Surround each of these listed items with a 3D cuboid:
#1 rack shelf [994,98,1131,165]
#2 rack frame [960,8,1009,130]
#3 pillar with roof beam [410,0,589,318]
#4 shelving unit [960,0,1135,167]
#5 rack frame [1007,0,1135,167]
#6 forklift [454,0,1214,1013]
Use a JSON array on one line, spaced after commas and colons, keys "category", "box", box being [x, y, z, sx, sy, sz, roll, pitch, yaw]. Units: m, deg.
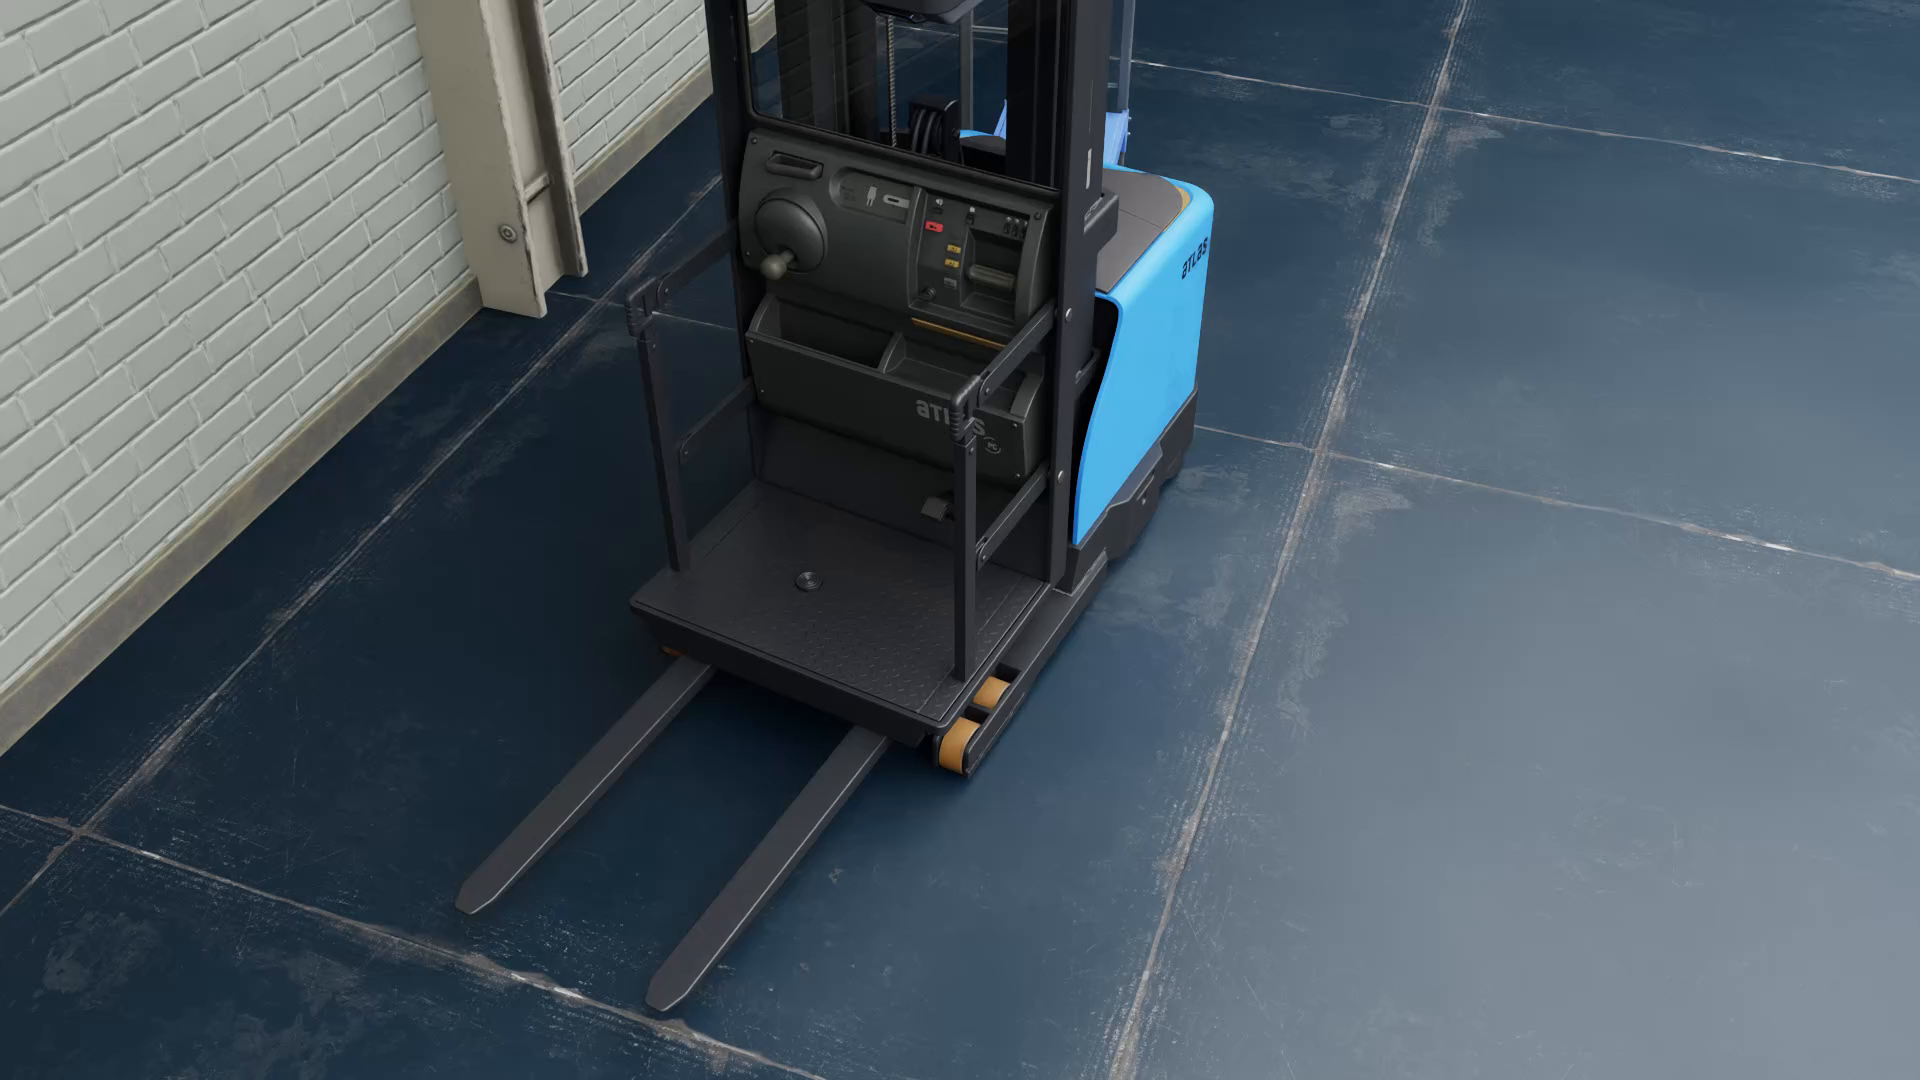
[{"category": "rack shelf", "box": [0.344, -1.405, 6.518, 0.538, 0.185, 1.000, 7, 41, 8]}, {"category": "rack frame", "box": [0.248, -1.218, 6.022, 0.500, 1.500, 0.032, 7, 41, 8]}, {"category": "pillar with roof beam", "box": [2.251, -3.531, 2.955, 9.100, 9.000, 0.400, 13, 42, 15]}, {"category": "shelving unit", "box": [0.344, -1.542, 6.402, 0.538, 1.500, 1.048, 7, 41, 8]}, {"category": "rack frame", "box": [0.440, -1.866, 6.781, 0.500, 1.500, 0.032, 7, 41, 8]}, {"category": "forklift", "box": [-0.296, -0.760, 4.382, 1.130, 2.935, 3.031, 19, 44, 21]}]
